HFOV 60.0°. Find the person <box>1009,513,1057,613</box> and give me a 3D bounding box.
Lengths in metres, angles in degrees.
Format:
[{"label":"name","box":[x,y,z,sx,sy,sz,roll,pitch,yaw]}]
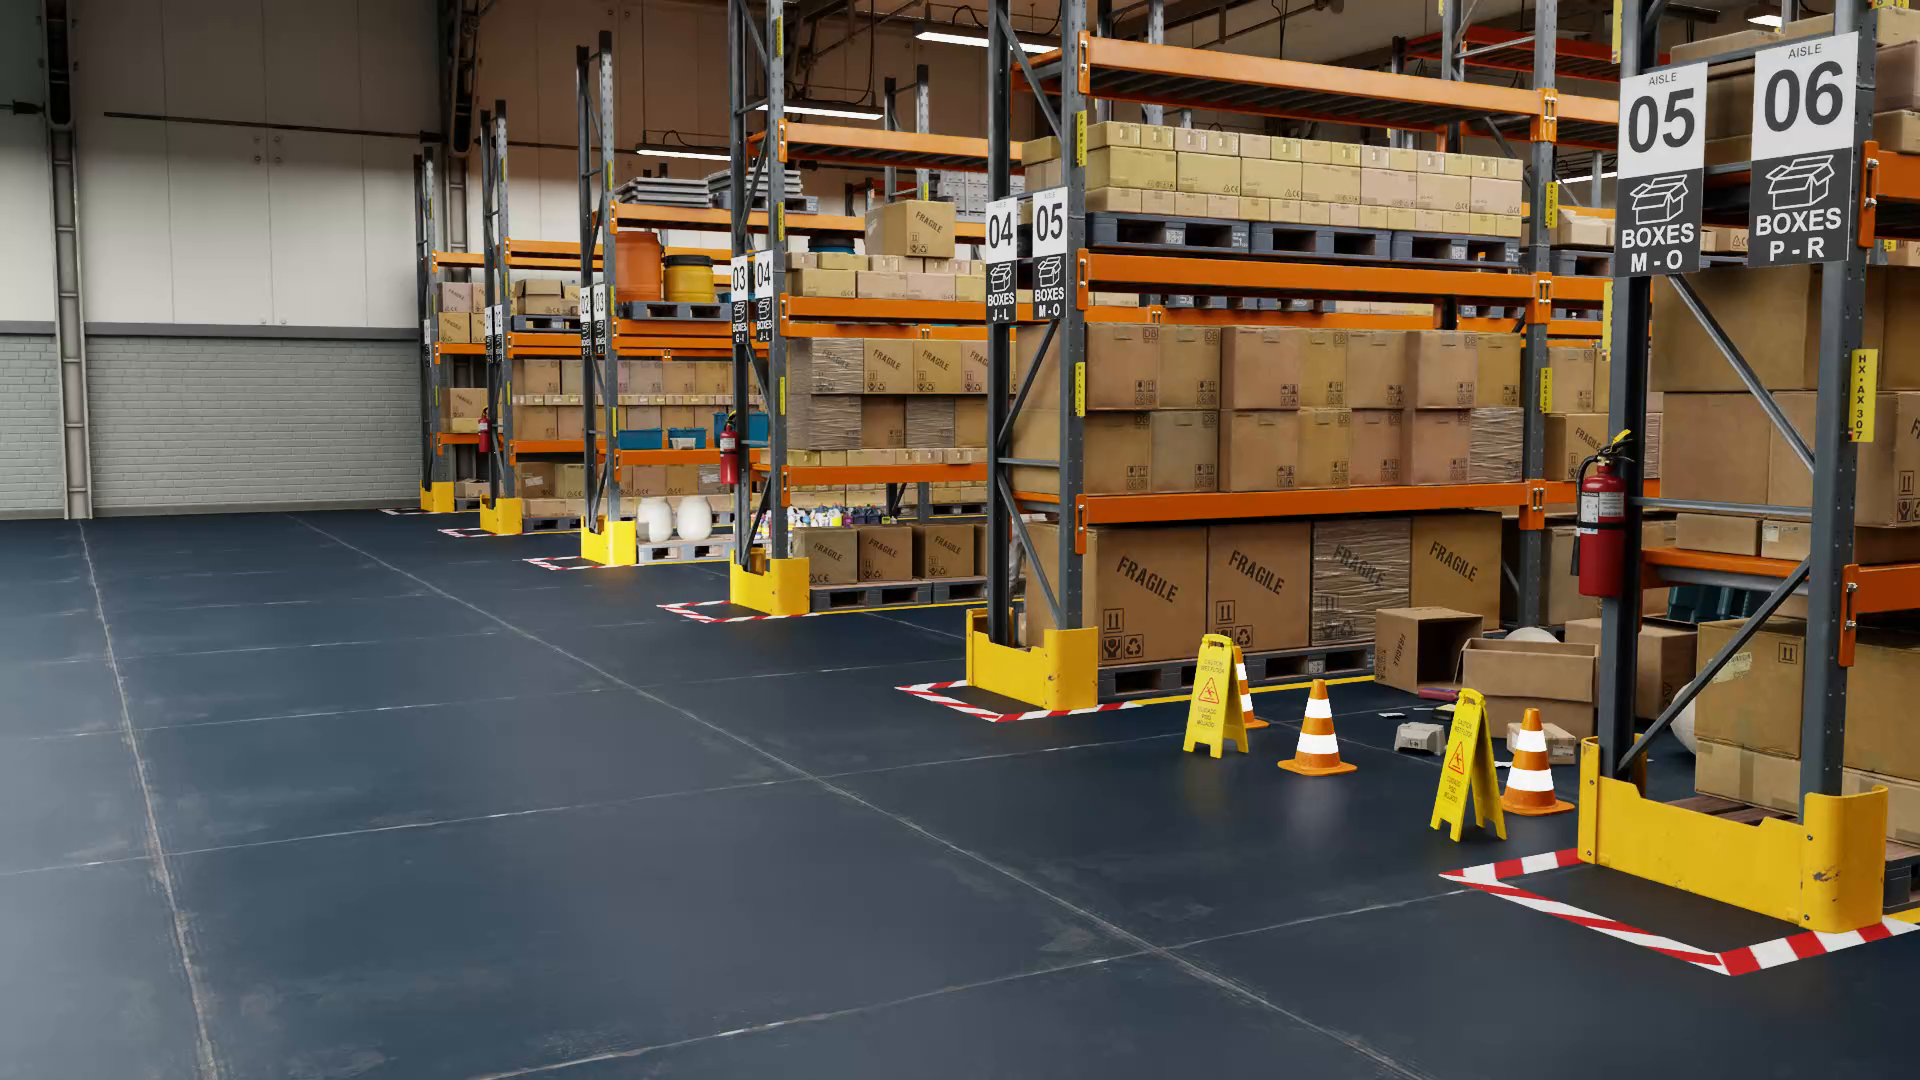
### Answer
[{"label":"person","box":[0.503,-0.077,13.020,0.617,1.774,0.450,-3,6,-29]}]
